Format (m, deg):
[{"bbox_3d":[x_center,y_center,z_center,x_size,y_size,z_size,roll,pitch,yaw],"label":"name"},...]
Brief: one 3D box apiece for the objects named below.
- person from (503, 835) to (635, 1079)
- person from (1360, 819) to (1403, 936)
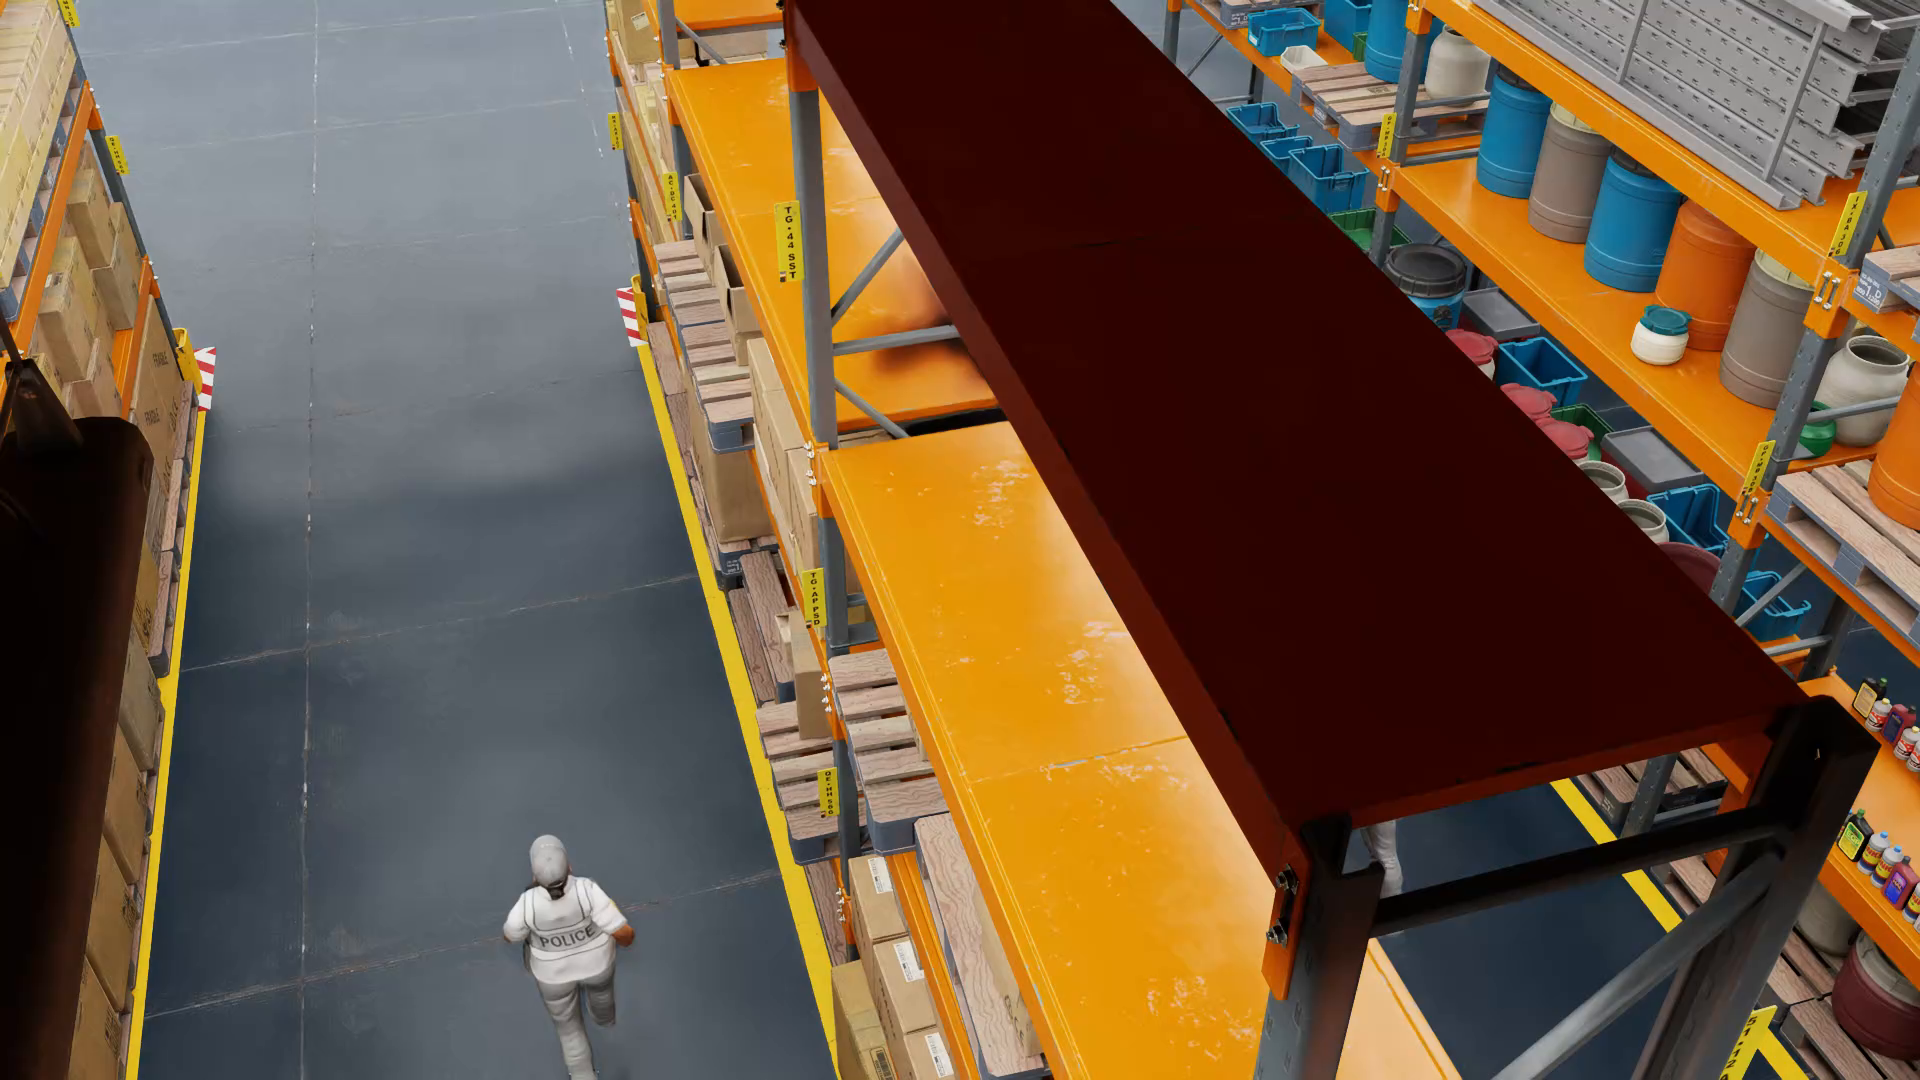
[{"bbox_3d":[-1.932,2.113,8.324,0.594,1.699,0.832,-15,41,-18],"label":"person"},{"bbox_3d":[2.214,1.392,9.159,0.699,1.808,0.915,-18,42,-21],"label":"person"}]
